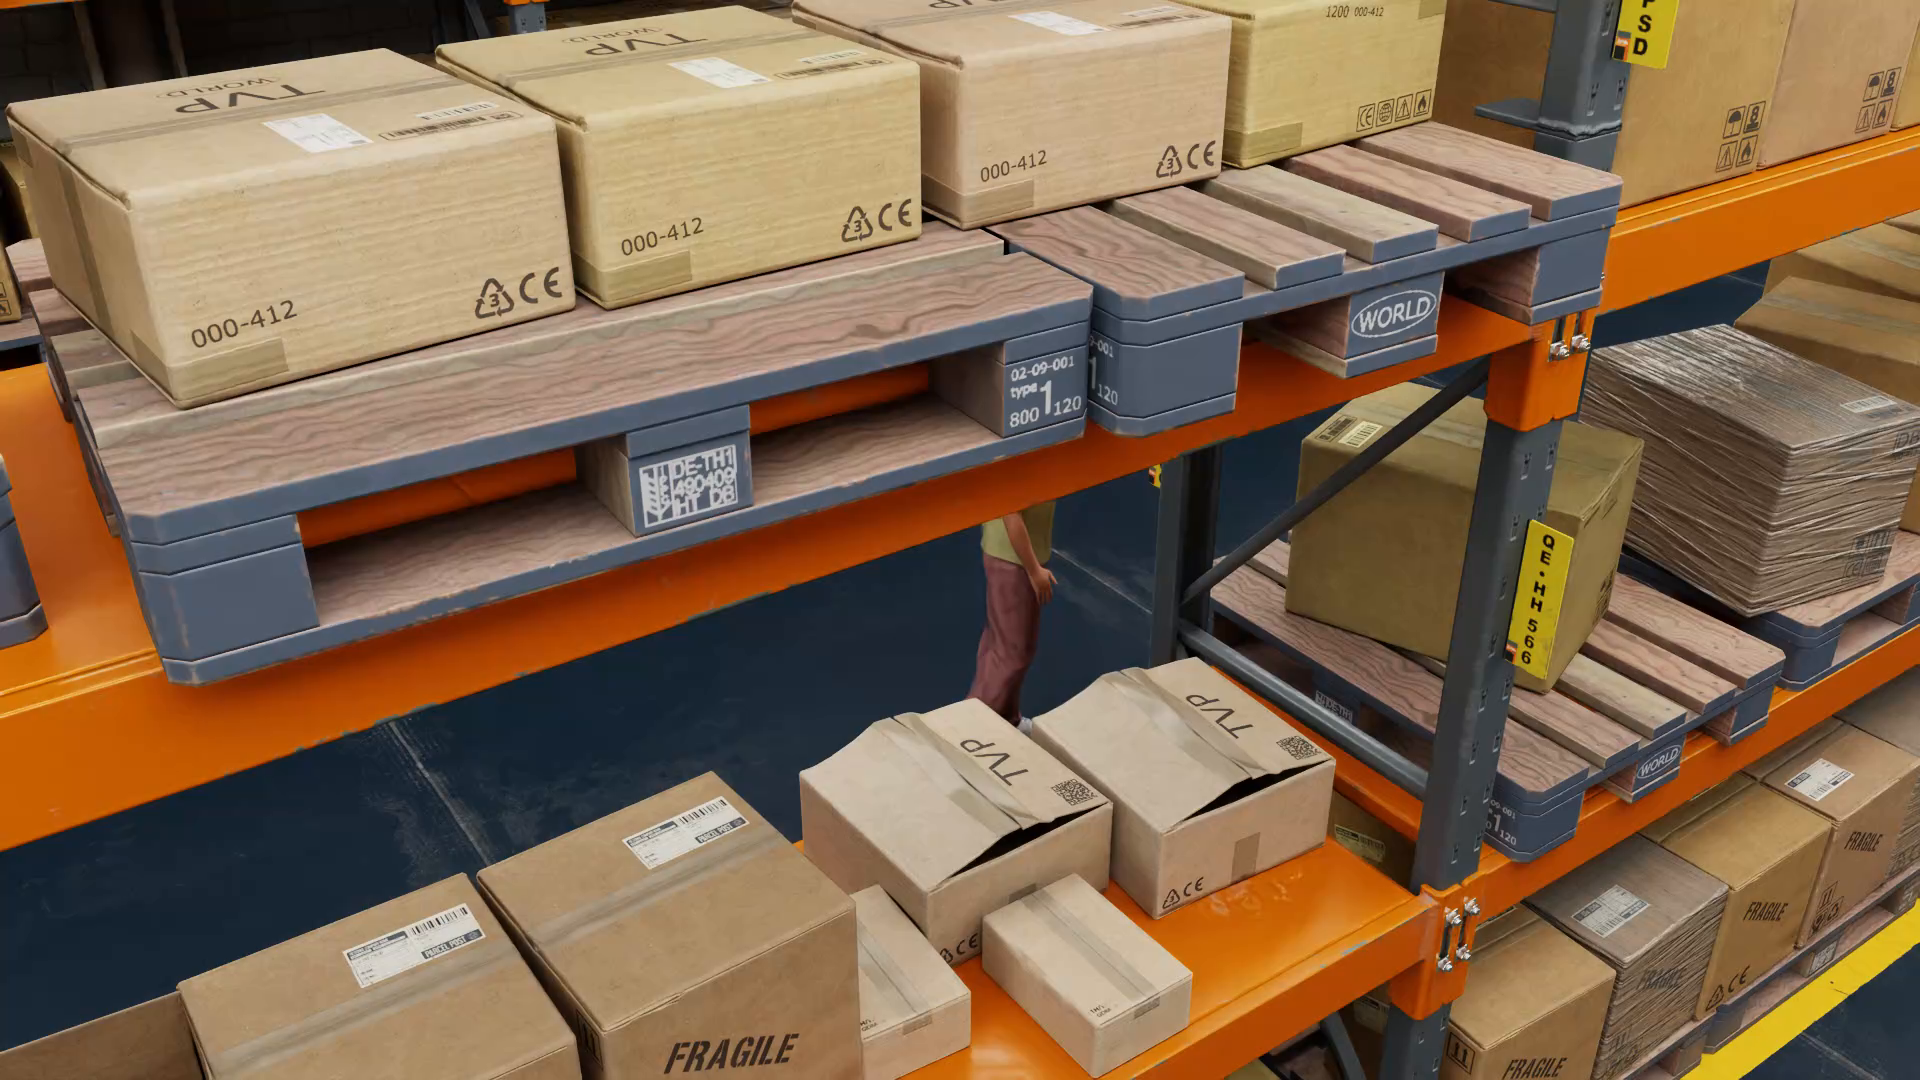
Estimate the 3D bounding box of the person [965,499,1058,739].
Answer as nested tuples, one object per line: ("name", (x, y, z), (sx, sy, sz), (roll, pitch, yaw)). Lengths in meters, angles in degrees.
("person", (0.159, 0.070, 5.962), (0.389, 1.669, 0.614), (1, 29, 1))
